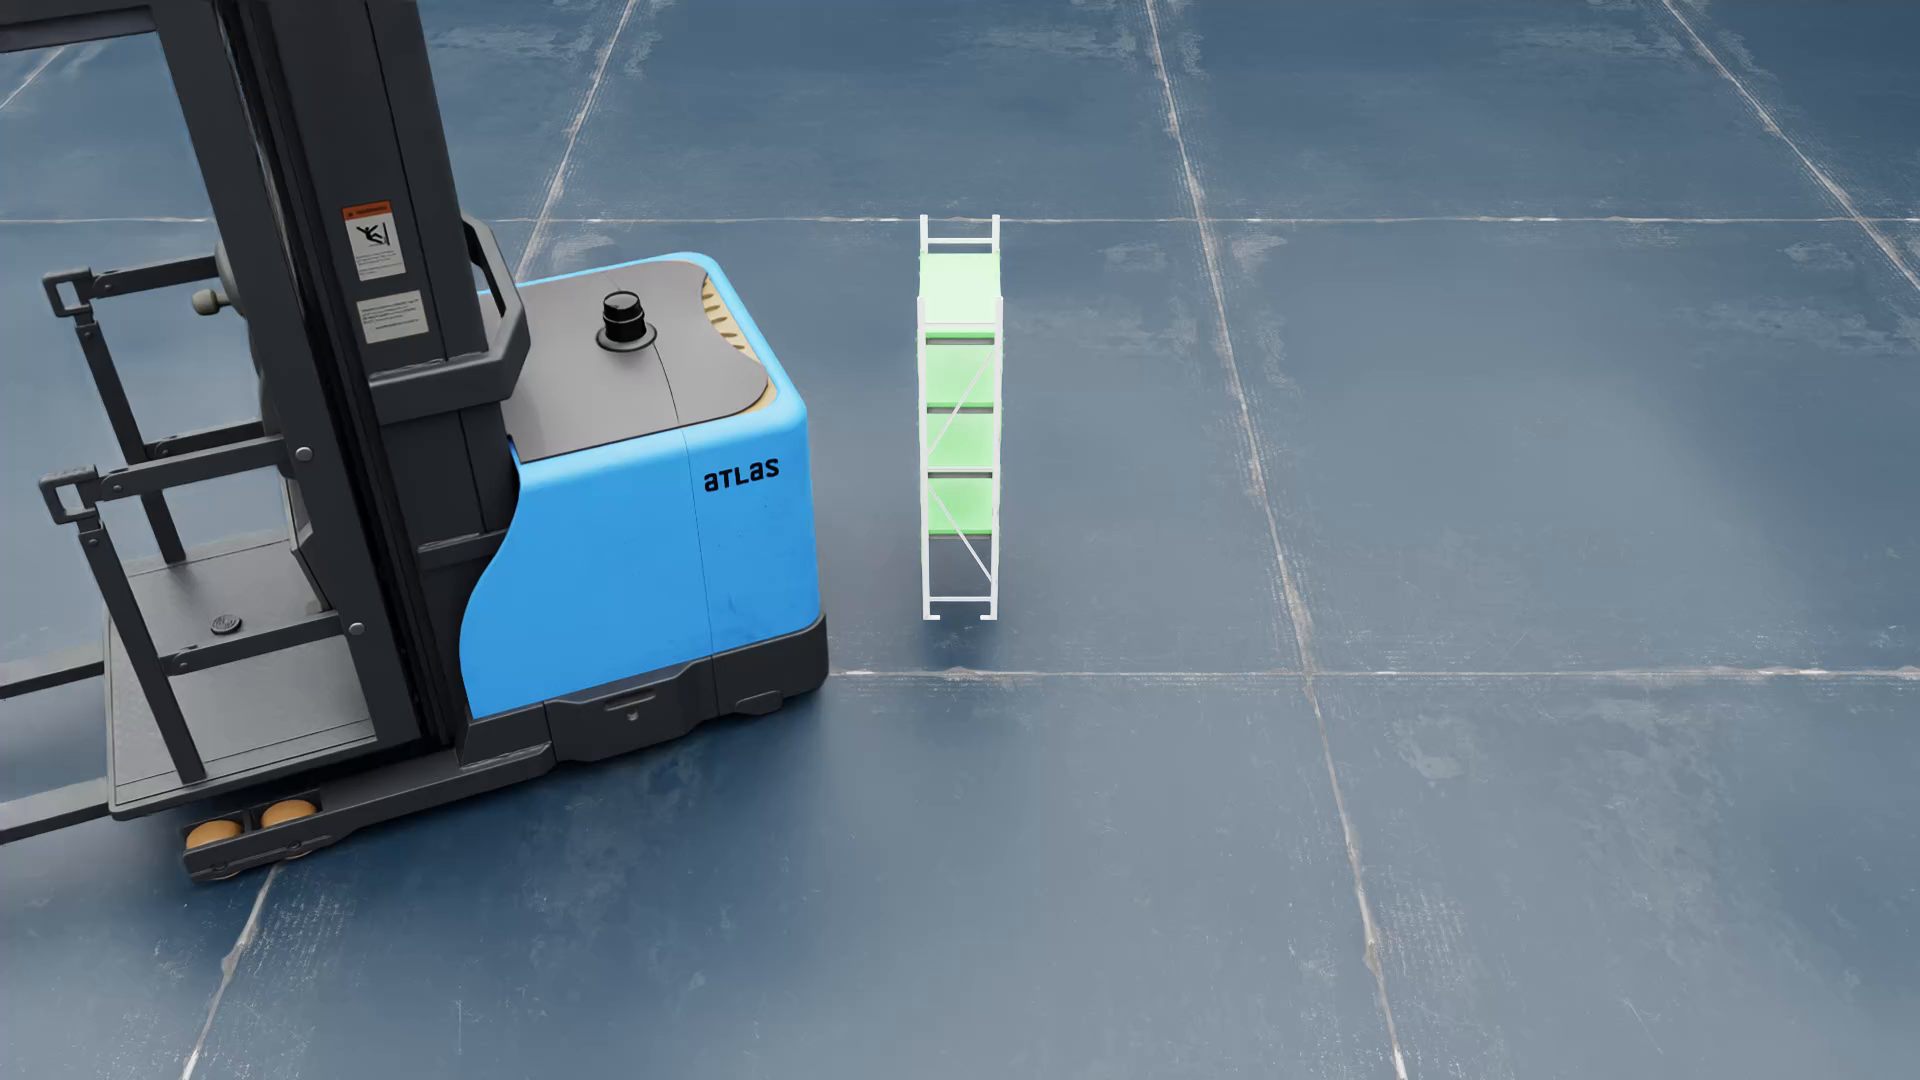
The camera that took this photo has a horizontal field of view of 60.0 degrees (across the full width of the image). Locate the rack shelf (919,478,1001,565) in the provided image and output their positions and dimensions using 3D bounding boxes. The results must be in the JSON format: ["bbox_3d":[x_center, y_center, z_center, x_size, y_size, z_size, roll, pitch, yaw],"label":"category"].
[{"bbox_3d":[0.000,-0.128,5.436,0.258,0.148,0.480,0,39,0],"label":"rack shelf"}]

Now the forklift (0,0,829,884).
[{"bbox_3d":[-1.971,-0.585,4.136,3.031,2.935,1.130,-15,41,-18],"label":"forklift"}]

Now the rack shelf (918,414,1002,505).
[{"bbox_3d":[0.000,-0.315,5.286,0.258,0.148,0.480,0,39,0],"label":"rack shelf"}]

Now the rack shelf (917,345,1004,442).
[{"bbox_3d":[0.000,-0.502,5.135,0.258,0.148,0.480,0,39,0],"label":"rack shelf"}]

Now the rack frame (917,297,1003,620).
[{"bbox_3d":[0.000,-0.212,5.055,0.240,1.200,0.015,0,39,0],"label":"rack frame"}]

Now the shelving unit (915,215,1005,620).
[{"bbox_3d":[0.000,-0.365,5.246,0.258,1.200,0.503,0,39,0],"label":"shelving unit"}]

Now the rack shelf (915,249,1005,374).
[{"bbox_3d":[0.000,-0.689,4.985,0.258,0.148,0.480,0,39,0],"label":"rack shelf"}]

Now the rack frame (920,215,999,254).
[{"bbox_3d":[0.000,-0.517,5.436,0.240,1.200,0.015,0,39,0],"label":"rack frame"}]
